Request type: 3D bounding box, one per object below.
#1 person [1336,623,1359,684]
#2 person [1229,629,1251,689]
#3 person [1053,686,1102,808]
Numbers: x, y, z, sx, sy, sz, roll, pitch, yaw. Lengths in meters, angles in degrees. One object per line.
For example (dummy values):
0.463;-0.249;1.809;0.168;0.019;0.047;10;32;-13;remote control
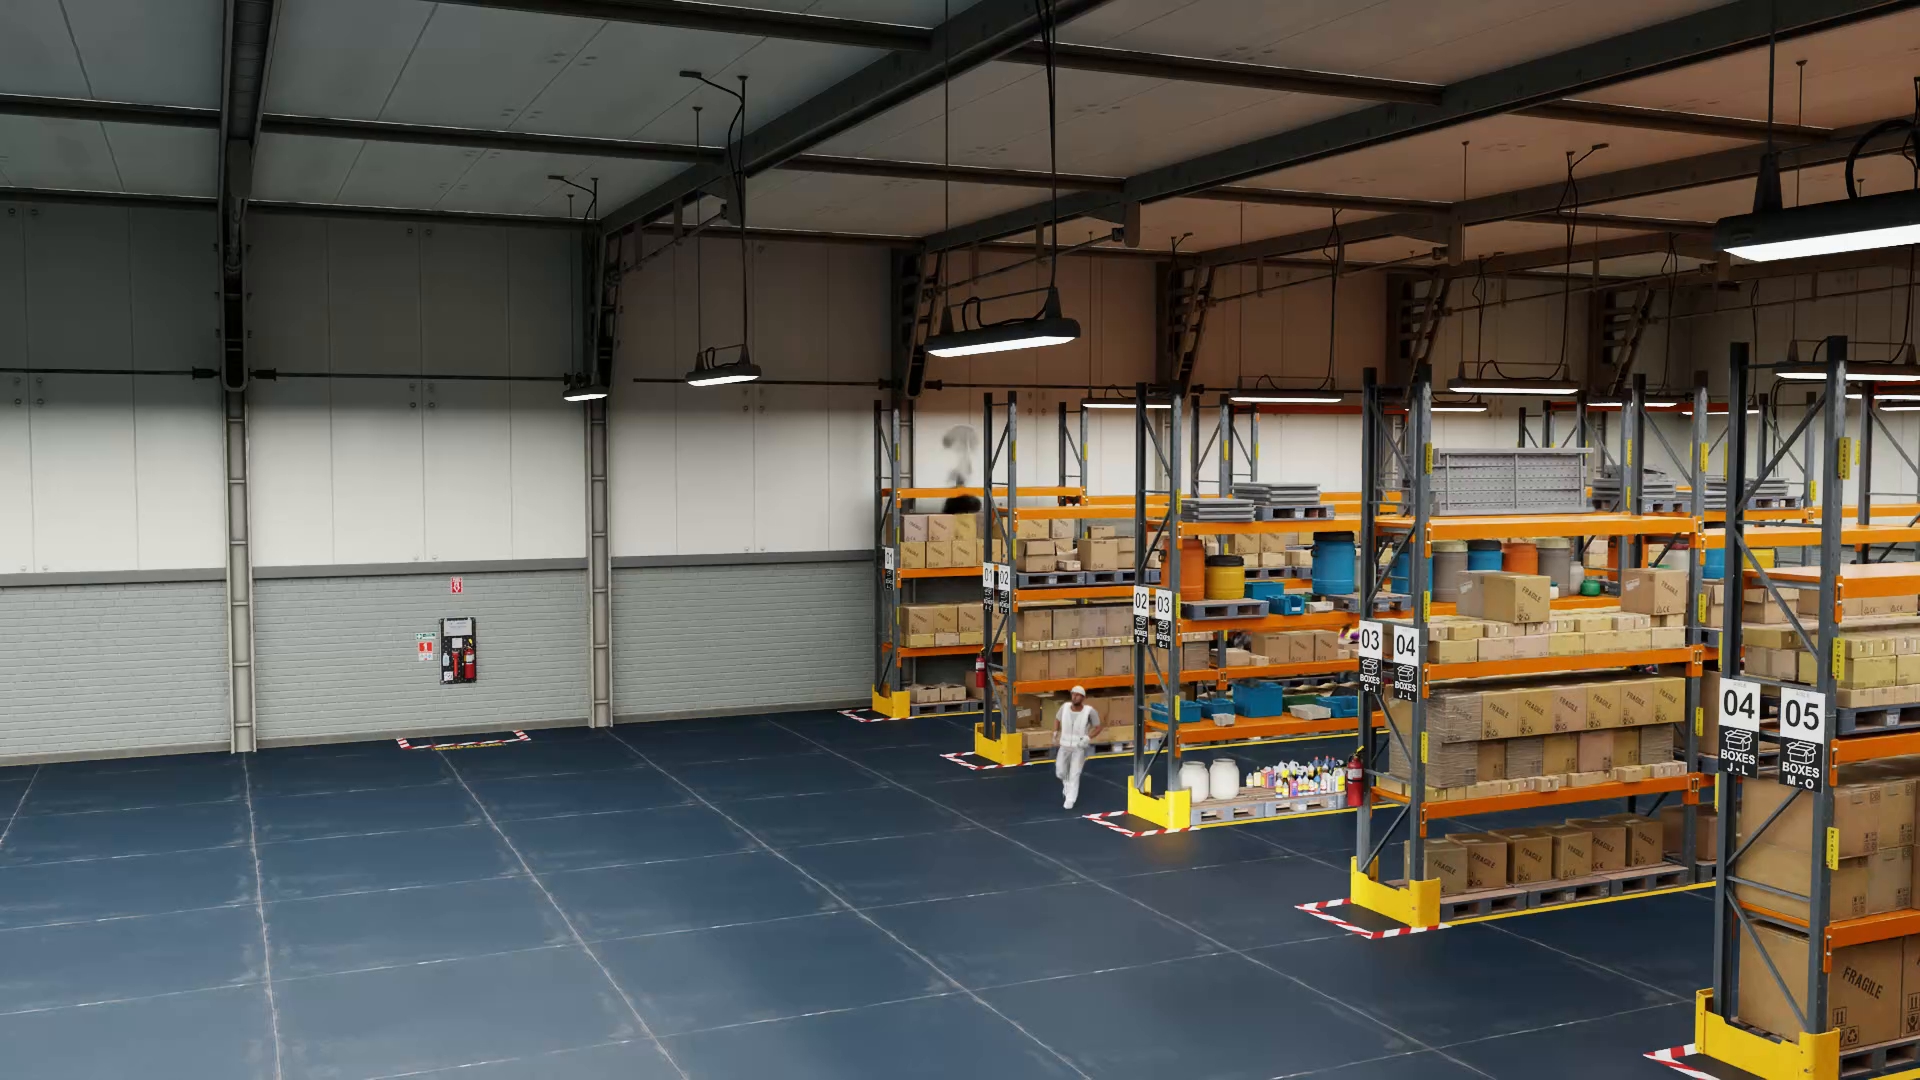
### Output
7.789;2.369;33.253;0.644;1.743;0.723;-2;4;-31;person
5.454;2.435;32.435;0.662;1.675;0.640;-2;4;-36;person
1.664;2.926;23.658;0.710;1.733;0.560;1;4;22;person
